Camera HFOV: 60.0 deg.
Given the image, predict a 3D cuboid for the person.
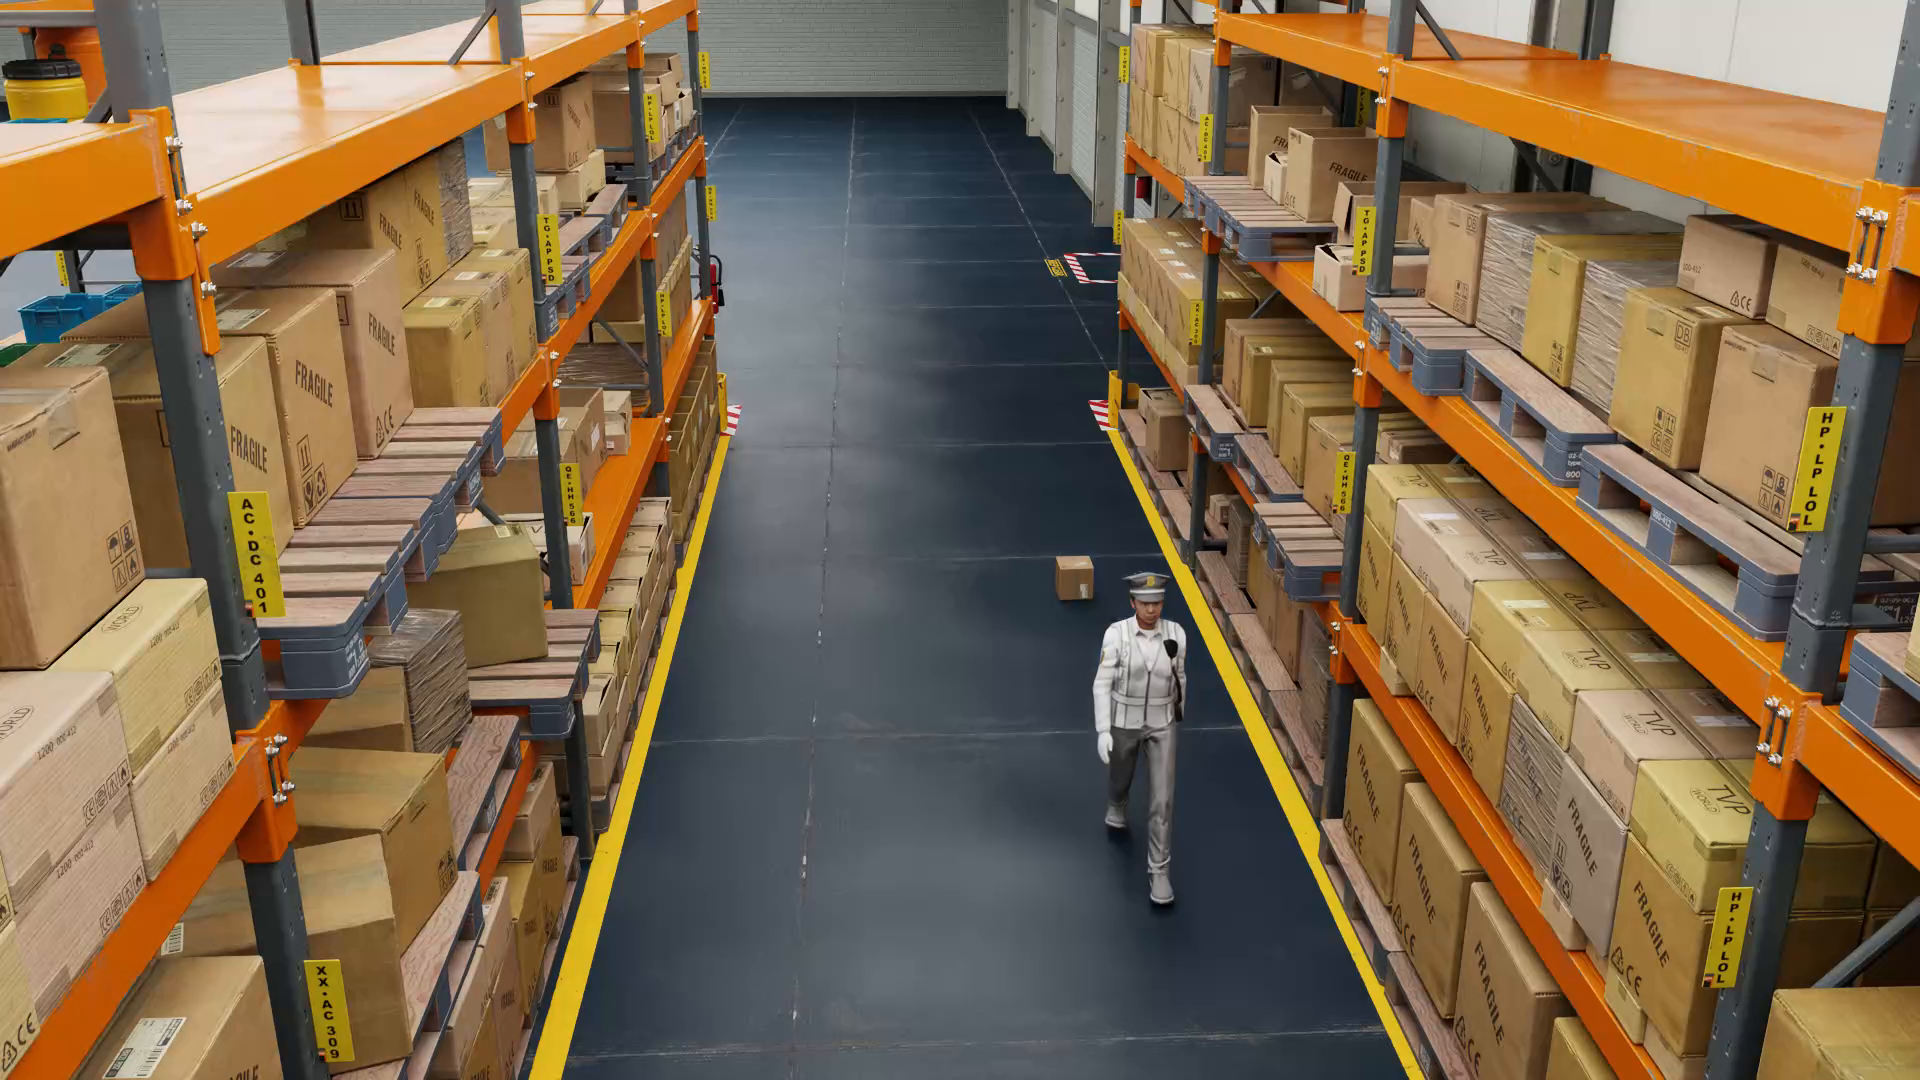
[{"bbox_3d":[0.923,0.930,8.545,0.492,1.640,0.961,0,21,0],"label":"person"}]
